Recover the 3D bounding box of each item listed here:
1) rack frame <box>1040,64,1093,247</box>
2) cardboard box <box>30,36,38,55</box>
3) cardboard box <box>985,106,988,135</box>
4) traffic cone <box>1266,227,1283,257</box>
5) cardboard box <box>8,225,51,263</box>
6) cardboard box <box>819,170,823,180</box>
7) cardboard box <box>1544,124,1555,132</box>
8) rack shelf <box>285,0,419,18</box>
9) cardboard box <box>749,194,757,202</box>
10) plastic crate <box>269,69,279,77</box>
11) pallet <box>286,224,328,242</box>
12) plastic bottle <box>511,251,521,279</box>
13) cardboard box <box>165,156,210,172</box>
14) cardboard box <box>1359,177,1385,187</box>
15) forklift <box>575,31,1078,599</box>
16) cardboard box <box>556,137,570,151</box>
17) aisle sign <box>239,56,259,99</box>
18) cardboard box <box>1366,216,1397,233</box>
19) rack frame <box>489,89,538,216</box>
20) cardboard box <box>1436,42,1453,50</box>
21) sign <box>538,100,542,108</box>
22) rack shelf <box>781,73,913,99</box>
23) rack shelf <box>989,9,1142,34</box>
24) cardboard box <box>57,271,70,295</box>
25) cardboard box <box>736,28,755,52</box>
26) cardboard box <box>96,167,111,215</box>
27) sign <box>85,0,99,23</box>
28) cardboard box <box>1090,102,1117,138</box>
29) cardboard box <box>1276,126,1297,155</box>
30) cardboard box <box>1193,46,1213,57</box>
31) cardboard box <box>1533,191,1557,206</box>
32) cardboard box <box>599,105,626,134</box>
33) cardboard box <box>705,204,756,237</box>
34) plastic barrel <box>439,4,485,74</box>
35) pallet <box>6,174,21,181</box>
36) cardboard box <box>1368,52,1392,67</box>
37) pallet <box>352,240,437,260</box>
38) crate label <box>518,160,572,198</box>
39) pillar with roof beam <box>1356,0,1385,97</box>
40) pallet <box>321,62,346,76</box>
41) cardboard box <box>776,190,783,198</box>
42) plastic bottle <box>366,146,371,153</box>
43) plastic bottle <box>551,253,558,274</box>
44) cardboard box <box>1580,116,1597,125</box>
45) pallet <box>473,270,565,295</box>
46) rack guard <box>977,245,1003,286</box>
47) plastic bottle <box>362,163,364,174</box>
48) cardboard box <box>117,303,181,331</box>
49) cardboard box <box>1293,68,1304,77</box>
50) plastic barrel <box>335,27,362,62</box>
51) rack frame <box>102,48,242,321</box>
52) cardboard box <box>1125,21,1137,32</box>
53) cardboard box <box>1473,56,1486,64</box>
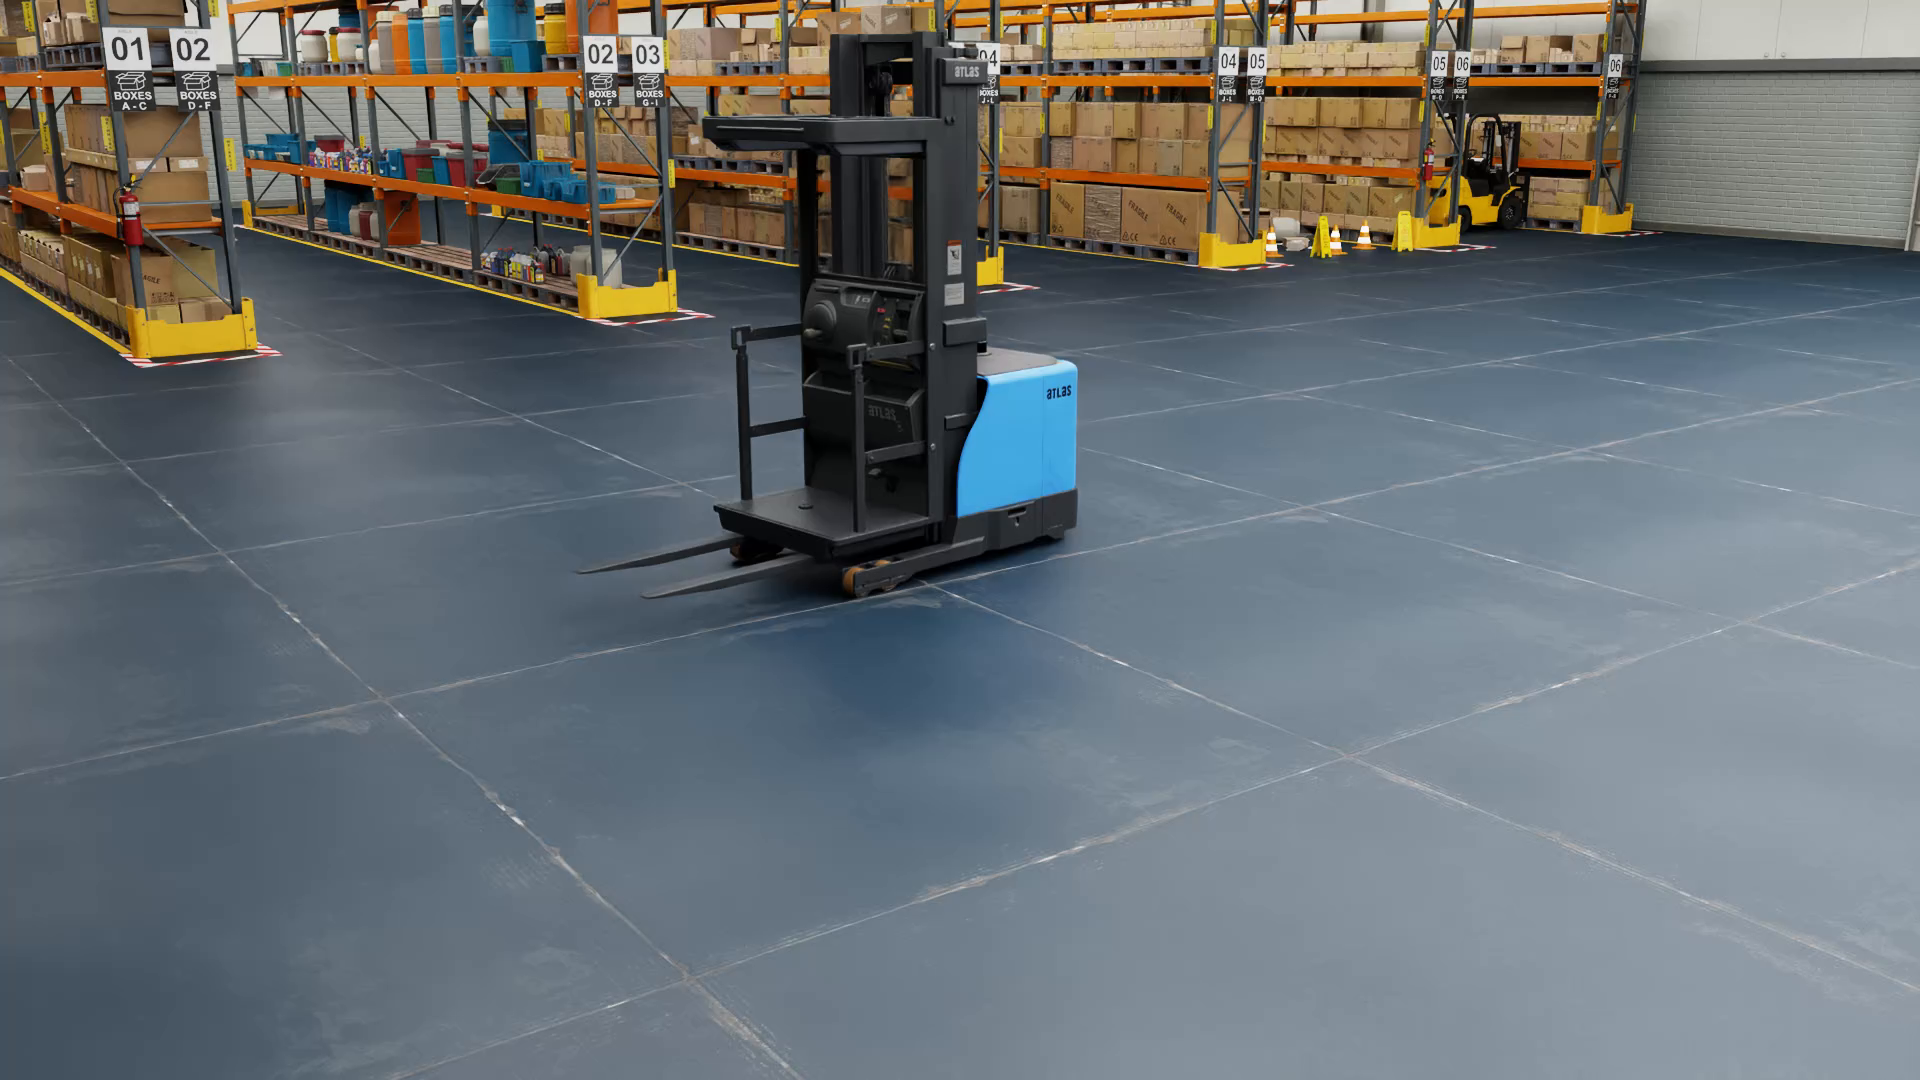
[{"bbox_3d":[1.816,-6.540,28.290,1.000,3.000,0.127,-11,19,-35],"label":"rack frame"},{"bbox_3d":[-11.660,-6.365,21.456,0.500,0.250,0.500,-11,19,-36],"label":"cardboard box"},{"bbox_3d":[0.623,-7.501,29.718,0.700,0.500,0.500,-11,19,-35],"label":"cardboard box"},{"bbox_3d":[5.004,-4.796,26.723,0.336,0.463,0.334,-11,19,-35],"label":"traffic cone"},{"bbox_3d":[-13.362,-4.279,23.930,0.500,0.500,0.500,-10,18,-32],"label":"cardboard box"},{"bbox_3d":[-1.912,-5.422,24.679,0.380,0.149,0.250,-11,19,-35],"label":"cardboard box"},{"bbox_3d":[11.281,-7.808,31.505,0.380,0.149,0.250,-11,19,-35],"label":"cardboard box"},{"bbox_3d":[-9.790,-8.658,26.784,1.077,0.370,4.000,-11,19,-35],"label":"rack shelf"},{"bbox_3d":[-4.454,-7.495,36.385,0.380,0.149,0.250,-12,19,-37],"label":"cardboard box"},{"bbox_3d":[-12.021,-8.263,29.403,0.293,0.136,0.466,-11,19,-35],"label":"plastic crate"},{"bbox_3d":[-11.429,-5.537,29.908,1.003,0.211,1.213,-11,19,-35],"label":"pallet"},{"bbox_3d":[-5.762,-3.590,21.694,0.144,0.351,0.185,-11,19,-35],"label":"plastic bottle"},{"bbox_3d":[-7.975,-3.879,17.149,0.380,0.149,0.250,-11,19,-35],"label":"cardboard box"},{"bbox_3d":[7.160,-6.225,28.903,0.380,0.149,0.250,-10,18,-33],"label":"cardboard box"},{"bbox_3d":[-0.692,-1.256,9.112,3.031,2.935,1.130,-14,21,-42],"label":"forklift"},{"bbox_3d":[-7.431,-7.625,31.973,0.500,0.250,0.500,-11,19,-36],"label":"cardboard box"},{"bbox_3d":[-13.600,-8.809,31.653,0.394,0.787,0.004,-11,19,-35],"label":"aisle sign"},{"bbox_3d":[7.405,-5.488,28.859,0.500,0.250,0.500,-11,19,-35],"label":"cardboard box"},{"bbox_3d":[-9.311,-8.354,34.918,1.000,3.000,0.127,-11,19,-35],"label":"rack frame"},{"bbox_3d":[8.068,-8.294,27.980,0.380,0.149,0.250,-11,19,-35],"label":"cardboard box"},{"bbox_3d":[-8.864,-9.108,35.031,0.100,0.325,0.005,-11,19,-35],"label":"sign"},{"bbox_3d":[-1.080,-6.465,23.694,1.077,0.370,4.000,-11,19,-35],"label":"rack shelf"},{"bbox_3d":[2.233,-10.965,35.213,1.077,0.370,4.000,-11,19,-35],"label":"rack shelf"},{"bbox_3d":[-10.749,-3.175,20.407,0.500,0.250,0.500,-11,19,-35],"label":"cardboard box"},{"bbox_3d":[-3.536,-8.103,27.182,0.500,0.500,0.500,-10,18,-34],"label":"cardboard box"},{"bbox_3d":[-9.095,-3.881,18.384,0.700,0.500,0.500,-10,18,-33],"label":"cardboard box"},{"bbox_3d":[-8.366,-5.155,16.020,0.100,0.325,0.005,-11,19,-35],"label":"sign"},{"bbox_3d":[2.629,-6.813,26.958,0.875,0.550,0.550,-11,19,-35],"label":"cardboard box"},{"bbox_3d":[6.108,-7.281,30.243,0.500,0.500,0.500,-11,19,-35],"label":"cardboard box"},{"bbox_3d":[3.698,-7.281,24.805,0.380,0.149,0.250,-11,19,-35],"label":"cardboard box"},{"bbox_3d":[11.300,-6.529,31.714,0.500,0.250,0.500,-11,19,-35],"label":"cardboard box"},{"bbox_3d":[-6.183,-7.749,30.616,0.797,0.503,0.637,-11,19,-34],"label":"cardboard box"},{"bbox_3d":[-3.861,-5.396,28.011,0.700,0.500,0.500,-13,20,-39],"label":"cardboard box"},{"bbox_3d":[-6.736,-6.787,22.558,0.600,0.901,0.708,-11,19,-35],"label":"plastic barrel"},{"bbox_3d":[-13.770,-5.431,24.601,1.003,0.211,1.213,-11,19,-35],"label":"pallet"},{"bbox_3d":[7.310,-8.171,28.287,0.500,0.250,0.500,-11,19,-35],"label":"cardboard box"},{"bbox_3d":[-9.111,-4.694,26.827,1.003,0.211,1.213,-11,19,-35],"label":"pallet"},{"bbox_3d":[-5.211,-4.537,20.904,0.502,0.435,0.616,-11,19,-35],"label":"crate label"},{"bbox_3d":[5.435,-11.042,33.375,9.100,9.000,0.400,-11,19,-35],"label":"pillar with roof beam"},{"bbox_3d":[-9.756,-7.693,27.178,1.003,0.211,1.213,-11,19,-35],"label":"pallet"},{"bbox_3d":[-3.671,-7.348,35.281,0.380,0.149,0.250,-12,19,-36],"label":"cardboard box"},{"bbox_3d":[-10.052,-6.523,28.319,0.144,0.351,0.185,-11,19,-35],"label":"plastic bottle"},{"bbox_3d":[-5.415,-3.701,22.228,0.061,0.283,0.133,-11,19,-35],"label":"plastic bottle"},{"bbox_3d":[11.744,-7.796,30.895,0.380,0.149,0.250,-11,19,-34],"label":"cardboard box"},{"bbox_3d":[-5.901,-3.528,22.567,1.003,0.211,1.213,-11,19,-35],"label":"pallet"},{"bbox_3d":[0.052,-3.748,22.824,1.175,0.500,0.348,-11,19,-35],"label":"rack guard"},{"bbox_3d":[-9.385,-5.878,26.248,0.097,0.201,0.097,0,15,0],"label":"plastic bottle"},{"bbox_3d":[-8.473,-2.346,17.378,0.500,0.250,0.500,-11,19,-35],"label":"cardboard box"},{"bbox_3d":[6.204,-8.391,29.846,0.380,0.149,0.250,-10,18,-33],"label":"cardboard box"},{"bbox_3d":[-9.778,-7.947,26.696,0.433,0.535,0.433,0,15,0],"label":"plastic barrel"},{"bbox_3d":[-7.919,-3.401,16.820,1.000,3.000,0.127,-11,19,-35],"label":"rack frame"},{"bbox_3d":[2.798,-7.992,25.892,0.380,0.149,0.250,-11,19,-34],"label":"cardboard box"},{"bbox_3d":[10.243,-9.371,32.440,0.380,0.149,0.250,-10,18,-33],"label":"cardboard box"}]
